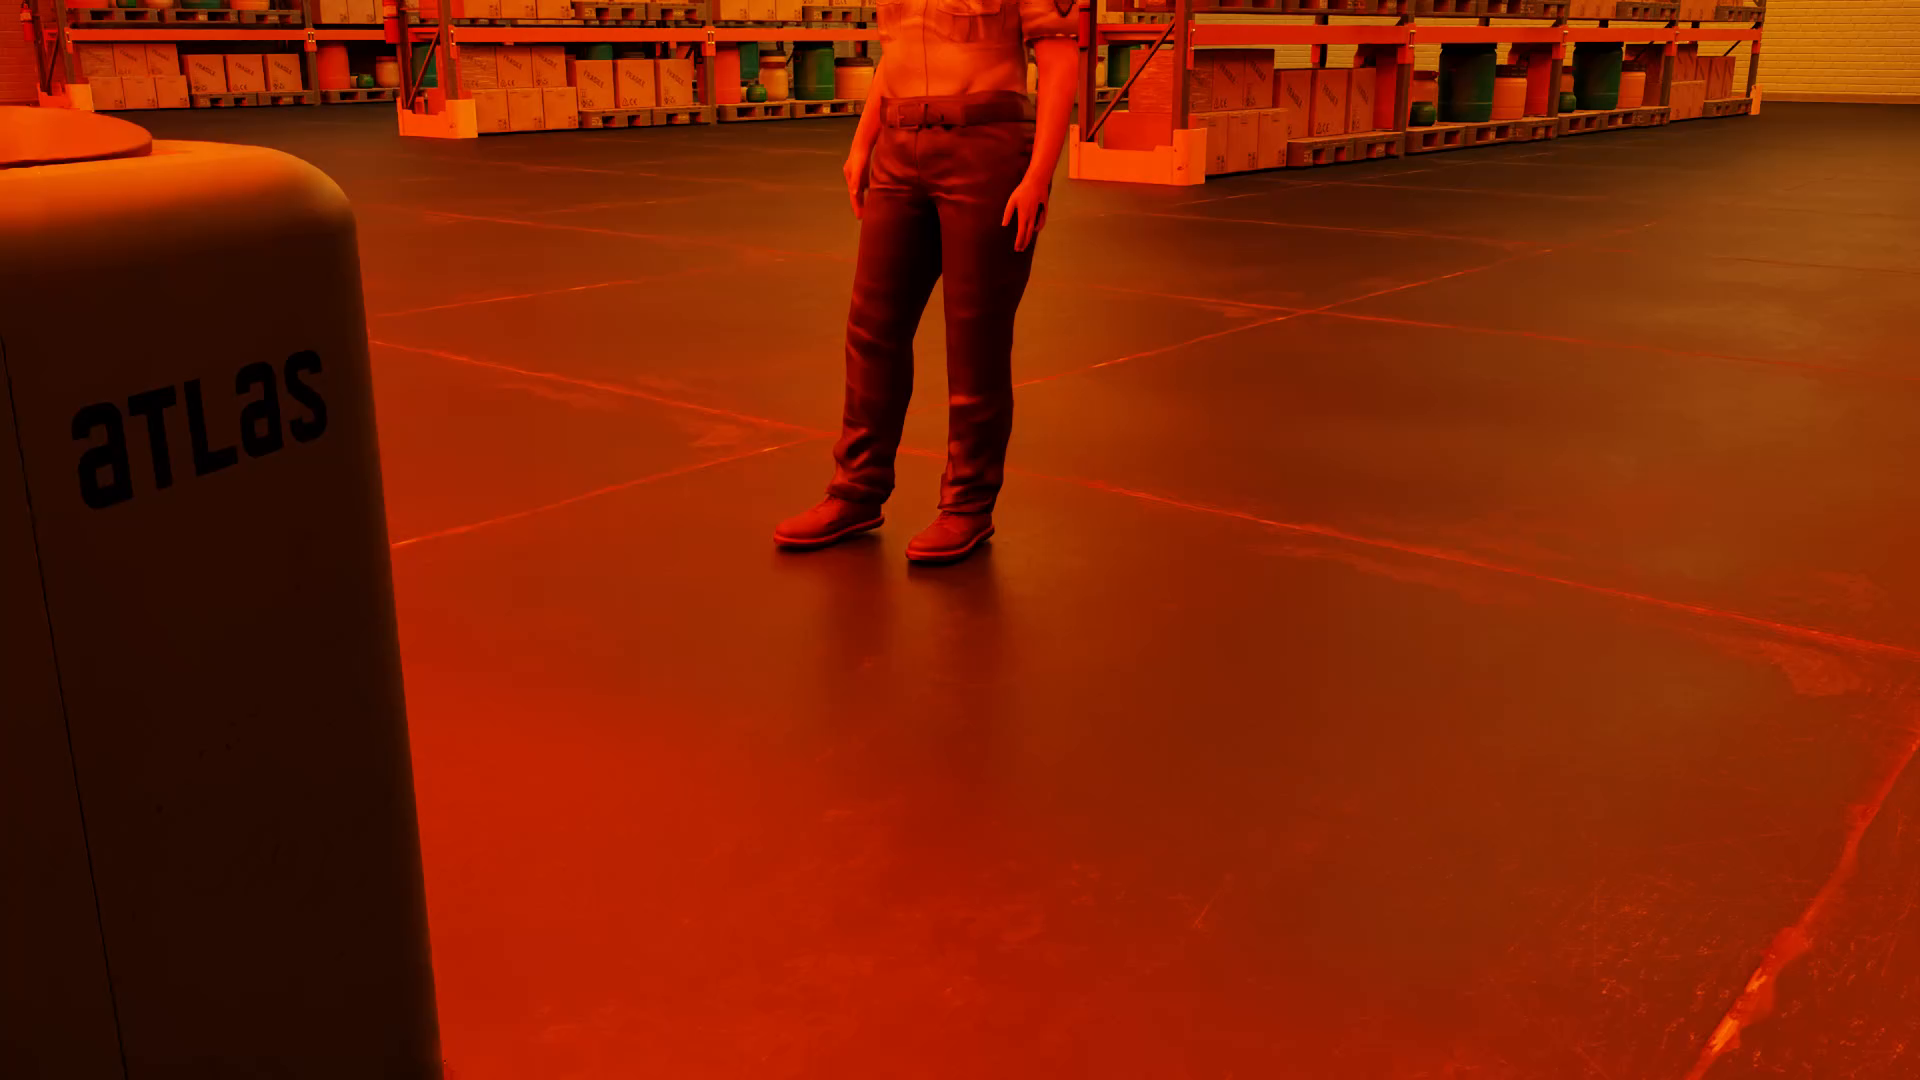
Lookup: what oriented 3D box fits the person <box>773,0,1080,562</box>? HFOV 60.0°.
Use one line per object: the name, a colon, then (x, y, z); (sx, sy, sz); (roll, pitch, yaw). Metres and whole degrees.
person: (-0.074, -0.780, 3.648); (0.599, 1.650, 0.503); (13, 21, 37)
